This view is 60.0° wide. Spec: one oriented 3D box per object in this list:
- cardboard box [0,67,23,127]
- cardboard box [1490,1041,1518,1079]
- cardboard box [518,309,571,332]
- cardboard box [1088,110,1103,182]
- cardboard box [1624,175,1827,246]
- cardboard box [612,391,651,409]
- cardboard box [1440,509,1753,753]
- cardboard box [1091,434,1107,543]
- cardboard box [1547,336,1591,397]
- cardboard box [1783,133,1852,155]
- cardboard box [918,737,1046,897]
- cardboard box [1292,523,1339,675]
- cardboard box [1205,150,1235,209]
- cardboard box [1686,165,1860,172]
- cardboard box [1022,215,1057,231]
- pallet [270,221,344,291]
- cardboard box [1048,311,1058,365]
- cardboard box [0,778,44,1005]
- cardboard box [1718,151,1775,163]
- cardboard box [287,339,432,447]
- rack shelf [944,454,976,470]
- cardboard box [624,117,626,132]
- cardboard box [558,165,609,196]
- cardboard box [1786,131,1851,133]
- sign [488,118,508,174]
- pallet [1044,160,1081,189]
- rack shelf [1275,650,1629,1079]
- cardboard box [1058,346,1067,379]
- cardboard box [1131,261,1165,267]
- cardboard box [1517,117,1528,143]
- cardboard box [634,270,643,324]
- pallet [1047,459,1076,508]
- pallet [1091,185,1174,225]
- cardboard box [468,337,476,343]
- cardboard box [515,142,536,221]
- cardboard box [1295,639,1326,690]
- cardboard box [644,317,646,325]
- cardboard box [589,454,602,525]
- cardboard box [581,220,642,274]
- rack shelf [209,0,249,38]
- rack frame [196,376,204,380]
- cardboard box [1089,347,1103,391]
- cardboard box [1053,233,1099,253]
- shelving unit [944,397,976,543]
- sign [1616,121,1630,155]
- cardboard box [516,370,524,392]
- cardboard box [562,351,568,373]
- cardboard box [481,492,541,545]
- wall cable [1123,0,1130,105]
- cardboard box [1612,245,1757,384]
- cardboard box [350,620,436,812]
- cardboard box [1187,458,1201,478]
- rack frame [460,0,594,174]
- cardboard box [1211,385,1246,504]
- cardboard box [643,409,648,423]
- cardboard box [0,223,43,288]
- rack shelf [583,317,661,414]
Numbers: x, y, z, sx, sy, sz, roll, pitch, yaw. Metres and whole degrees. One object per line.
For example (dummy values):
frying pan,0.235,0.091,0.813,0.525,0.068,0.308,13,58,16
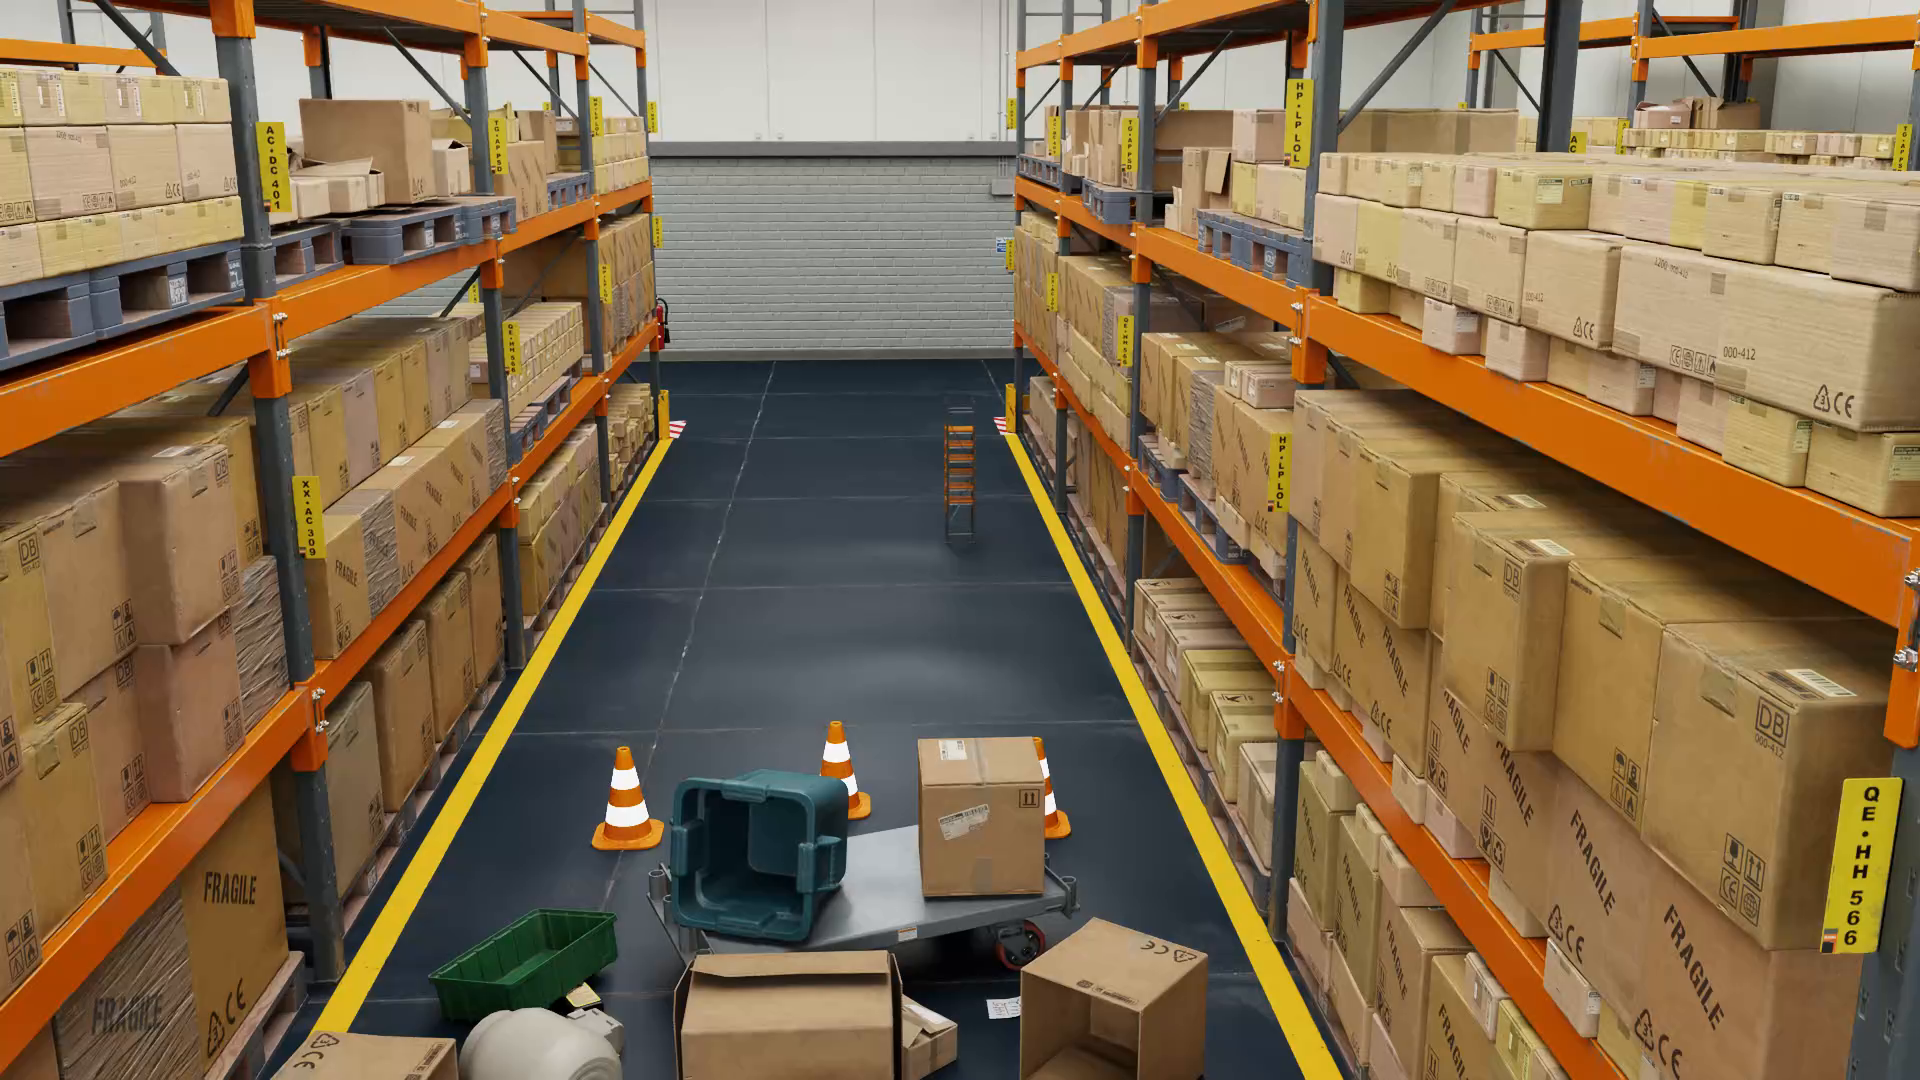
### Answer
cardboard box,-2.642,-1.126,4.222,0.380,0.149,0.250,-1,14,-3
cardboard box,1.759,1.713,4.519,0.500,0.500,0.500,0,14,-1
cardboard box,-3.322,-1.752,13.283,0.380,0.149,0.250,-1,14,-5
cardboard box,1.211,-2.855,12.040,0.500,0.500,0.500,-1,14,-3
cardboard box,1.805,-0.777,3.909,0.380,0.149,0.250,-1,14,-3
cardboard box,-3.434,-1.462,17.373,0.380,0.149,0.250,-1,14,-5
cardboard box,1.697,0.221,4.342,0.700,0.500,0.500,-1,14,-4
cardboard box,1.543,-0.508,13.404,0.875,0.875,0.875,0,14,-2
cardboard box,1.752,-0.461,4.284,0.380,0.149,0.250,-1,14,-5
cardboard box,6.184,-2.852,11.977,0.380,0.149,0.250,-1,14,-5
cardboard box,0.082,1.157,7.007,0.500,0.500,0.500,-1,14,-3
cardboard box,1.606,0.199,6.434,0.500,0.500,0.500,-1,14,-4
cardboard box,1.732,-1.840,8.933,0.797,0.503,0.637,-1,14,-3
cardboard box,2.286,-0.980,4.698,0.380,0.149,0.250,-1,14,-3
cardboard box,0.848,-3.330,17.440,0.380,0.149,0.250,0,14,-2
pallet,-3.183,-1.208,7.064,0.805,0.209,1.217,-1,15,-6
cardboard box,1.078,-1.871,15.079,0.500,0.500,0.500,-1,14,-3
cardboard box,-2.863,0.933,4.081,0.875,0.550,0.550,-1,14,-3
cardboard box,6.058,-2.910,12.756,0.380,0.149,0.250,-1,14,-2
cardboard box,-3.240,-0.783,8.841,0.700,0.500,0.500,-1,14,-4
rack shelf,0.001,-0.651,13.844,0.258,0.103,0.180,-1,14,-3
cardboard box,-3.493,-4.087,16.370,0.380,0.149,0.250,-1,14,-5
cardboard box,-3.338,-3.109,14.372,0.500,0.250,0.500,0,14,-1
cardboard box,6.572,-3.060,12.745,0.380,0.149,0.250,-1,14,-2
sign,-2.771,-2.363,9.975,0.100,0.325,0.005,-1,14,-3
pallet,1.321,-3.325,15.087,1.003,0.211,1.213,-1,14,-3
rack shelf,1.981,1.124,5.082,1.077,0.370,4.000,-1,14,-3
cardboard box,1.125,-1.525,14.236,0.500,0.250,0.500,-1,14,-5
cardboard box,1.679,-2.008,13.605,0.500,0.500,0.500,-1,14,-2
cardboard box,5.902,-4.184,16.950,0.500,0.250,0.500,-1,14,-4
cardboard box,-3.468,-2.435,16.674,0.500,0.500,0.500,-1,14,-3
pallet,1.392,-0.551,15.746,1.003,0.211,1.213,-1,14,-3
pallet,1.516,-2.237,11.061,1.213,0.211,1.003,0,14,-1
cardboard box,-3.937,-1.470,12.786,0.380,0.149,0.250,0,14,-1
cardboard box,-3.133,-2.387,11.062,0.500,0.500,0.500,-1,14,-3
cardboard box,1.556,0.483,6.633,0.380,0.149,0.250,-1,14,-4
cardboard box,-3.540,-2.344,17.621,0.380,0.149,0.250,-1,14,-4
cardboard box,-3.276,-0.423,13.823,0.500,0.500,0.500,-1,14,-5
cardboard box,-3.471,-2.916,16.537,0.500,0.500,0.500,0,14,-1
rack shelf,-2.953,-1.486,3.990,1.077,0.370,4.000,-1,14,-3
rack frame,-8.777,-2.553,17.930,1.000,3.000,0.127,-1,14,-3
cardboard box,1.238,-1.257,12.190,0.500,0.250,0.500,-1,14,-5
cardboard box,1.025,-2.630,14.719,0.380,0.149,0.250,-1,14,-5
shelving unit,0.001,-0.577,13.863,0.258,1.200,0.189,-1,14,-3
sign,5.774,-3.482,14.482,0.100,0.325,0.005,-1,14,-3
cardboard box,-3.193,-1.098,11.338,0.380,0.149,0.250,-1,14,-5
cardboard box,-3.305,-1.407,13.136,0.380,0.149,0.250,-2,15,-6
cardboard box,-3.126,-0.146,11.244,0.500,0.250,0.500,-2,15,-6
wall cable,1.231,-7.033,23.301,2.355,3.000,0.029,-1,14,-3
cardboard box,1.788,-0.500,3.633,0.500,0.250,0.500,-1,14,-4
cardboard box,-3.261,0.873,8.286,1.050,0.750,0.750,-1,14,-3
cardboard box,1.488,-0.448,9.408,0.380,0.149,0.250,0,14,0
rack frame,-3.573,-4.515,13.516,1.000,3.000,0.127,-1,14,-3
cardboard box,1.541,-0.481,8.235,0.500,0.500,0.500,0,14,-2
cardboard box,-3.469,-1.315,17.401,0.380,0.149,0.250,-1,15,-6
cardboard box,-2.640,-0.738,4.316,0.380,0.149,0.250,-1,14,-4
rack shelf,-3.697,-1.759,16.287,1.077,0.370,4.000,-1,14,-3
